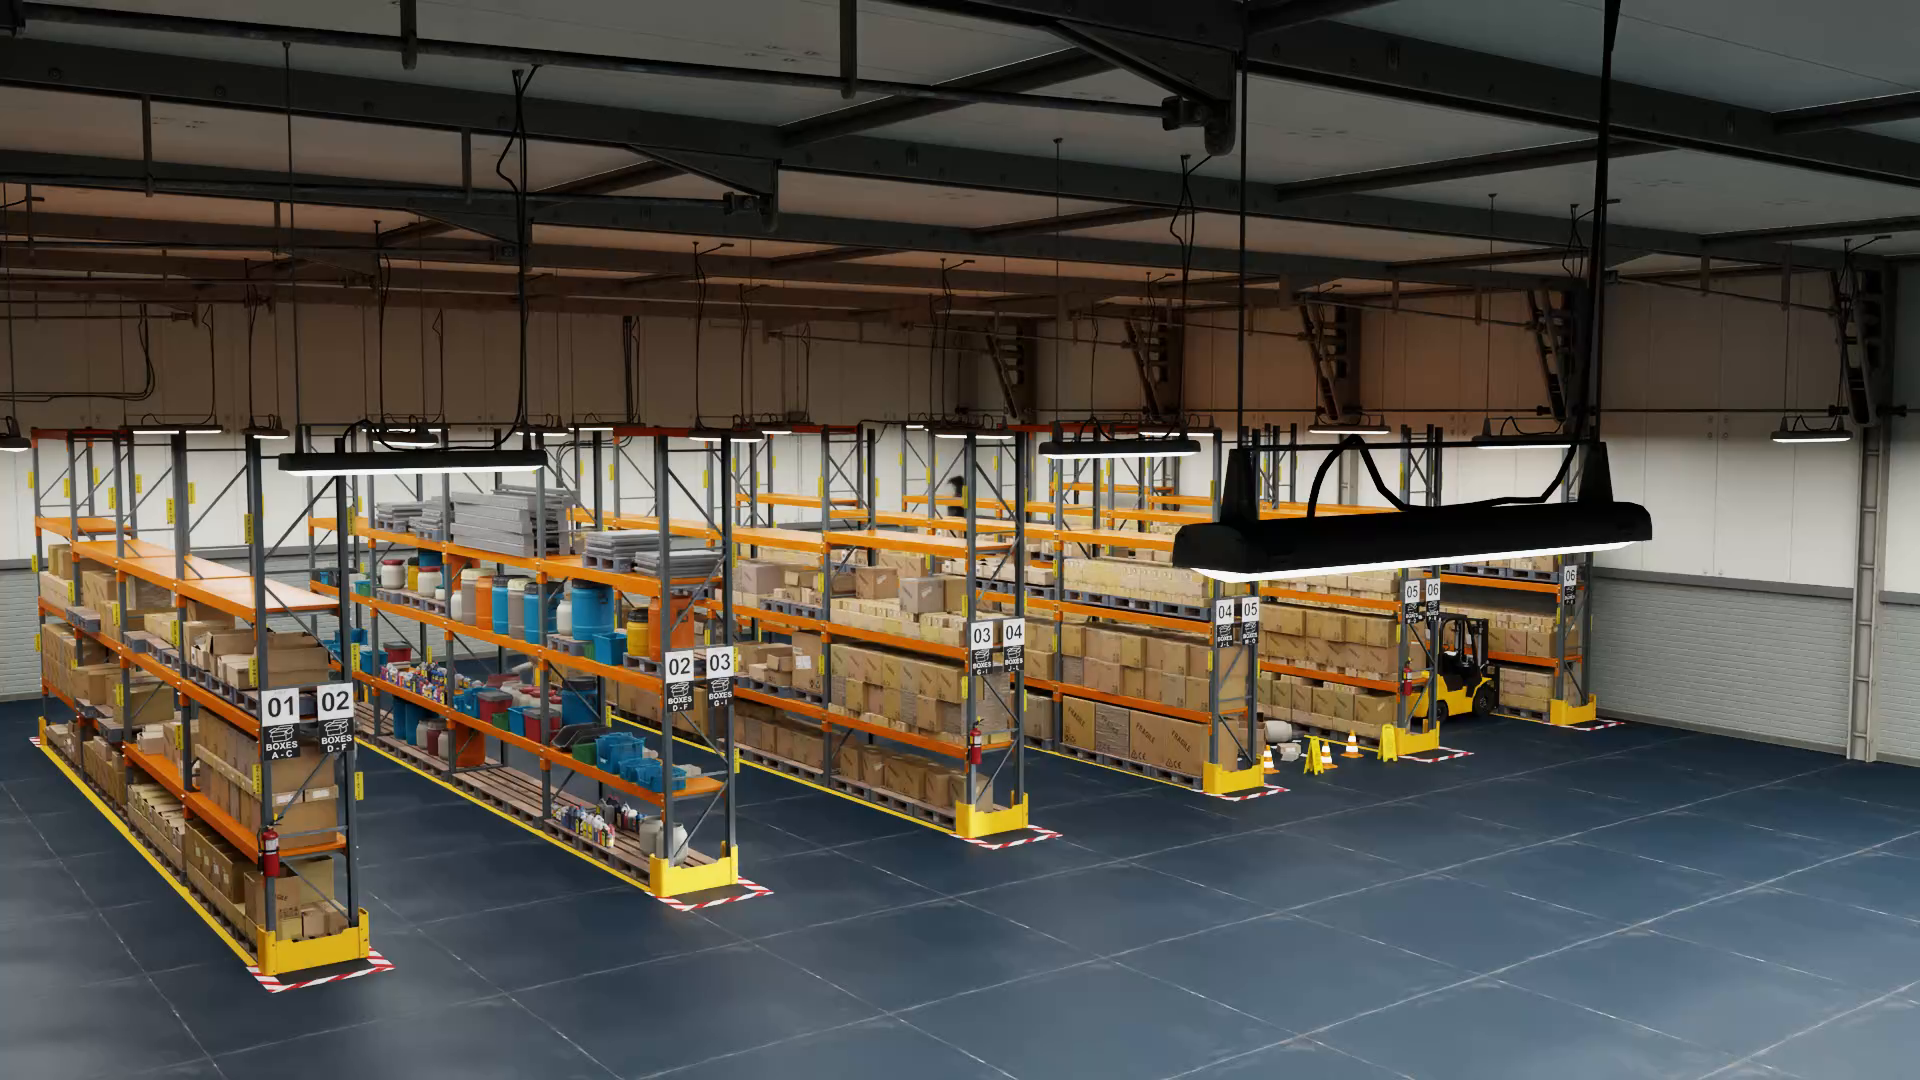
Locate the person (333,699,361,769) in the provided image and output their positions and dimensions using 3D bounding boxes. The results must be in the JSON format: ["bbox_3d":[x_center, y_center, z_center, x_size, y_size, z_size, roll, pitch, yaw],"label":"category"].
[{"bbox_3d":[-10.431,3.260,27.957,0.958,1.754,0.678,3,5,35],"label":"person"}]

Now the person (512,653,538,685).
[{"bbox_3d":[-9.917,2.503,38.202,0.761,1.684,0.678,-2,5,-20],"label":"person"}]
